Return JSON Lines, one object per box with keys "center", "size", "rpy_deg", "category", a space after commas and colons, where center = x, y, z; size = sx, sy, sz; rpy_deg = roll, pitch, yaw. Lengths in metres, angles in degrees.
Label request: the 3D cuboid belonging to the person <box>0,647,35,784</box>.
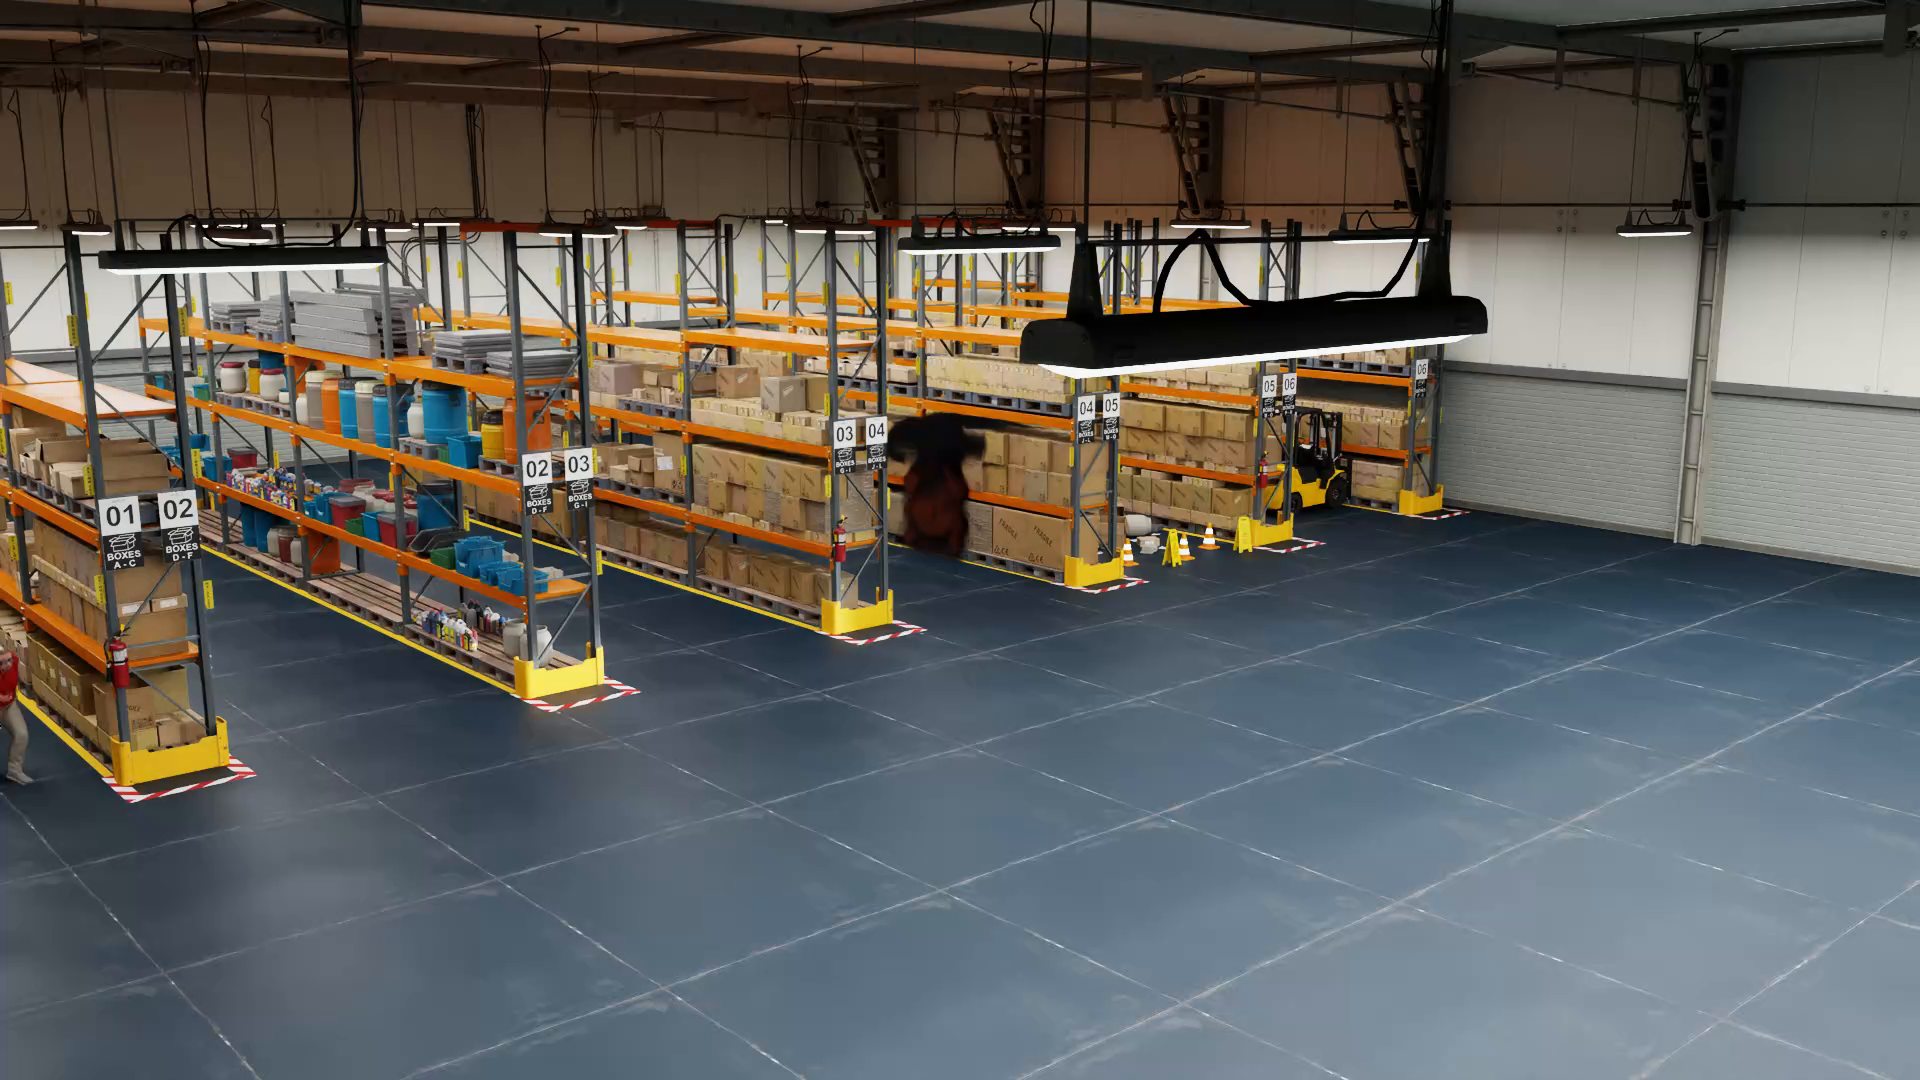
{"center": [-10.715, 1.924, 18.464], "size": [1.114, 1.612, 0.663], "rpy_deg": [8, 14, 33], "category": "person"}
